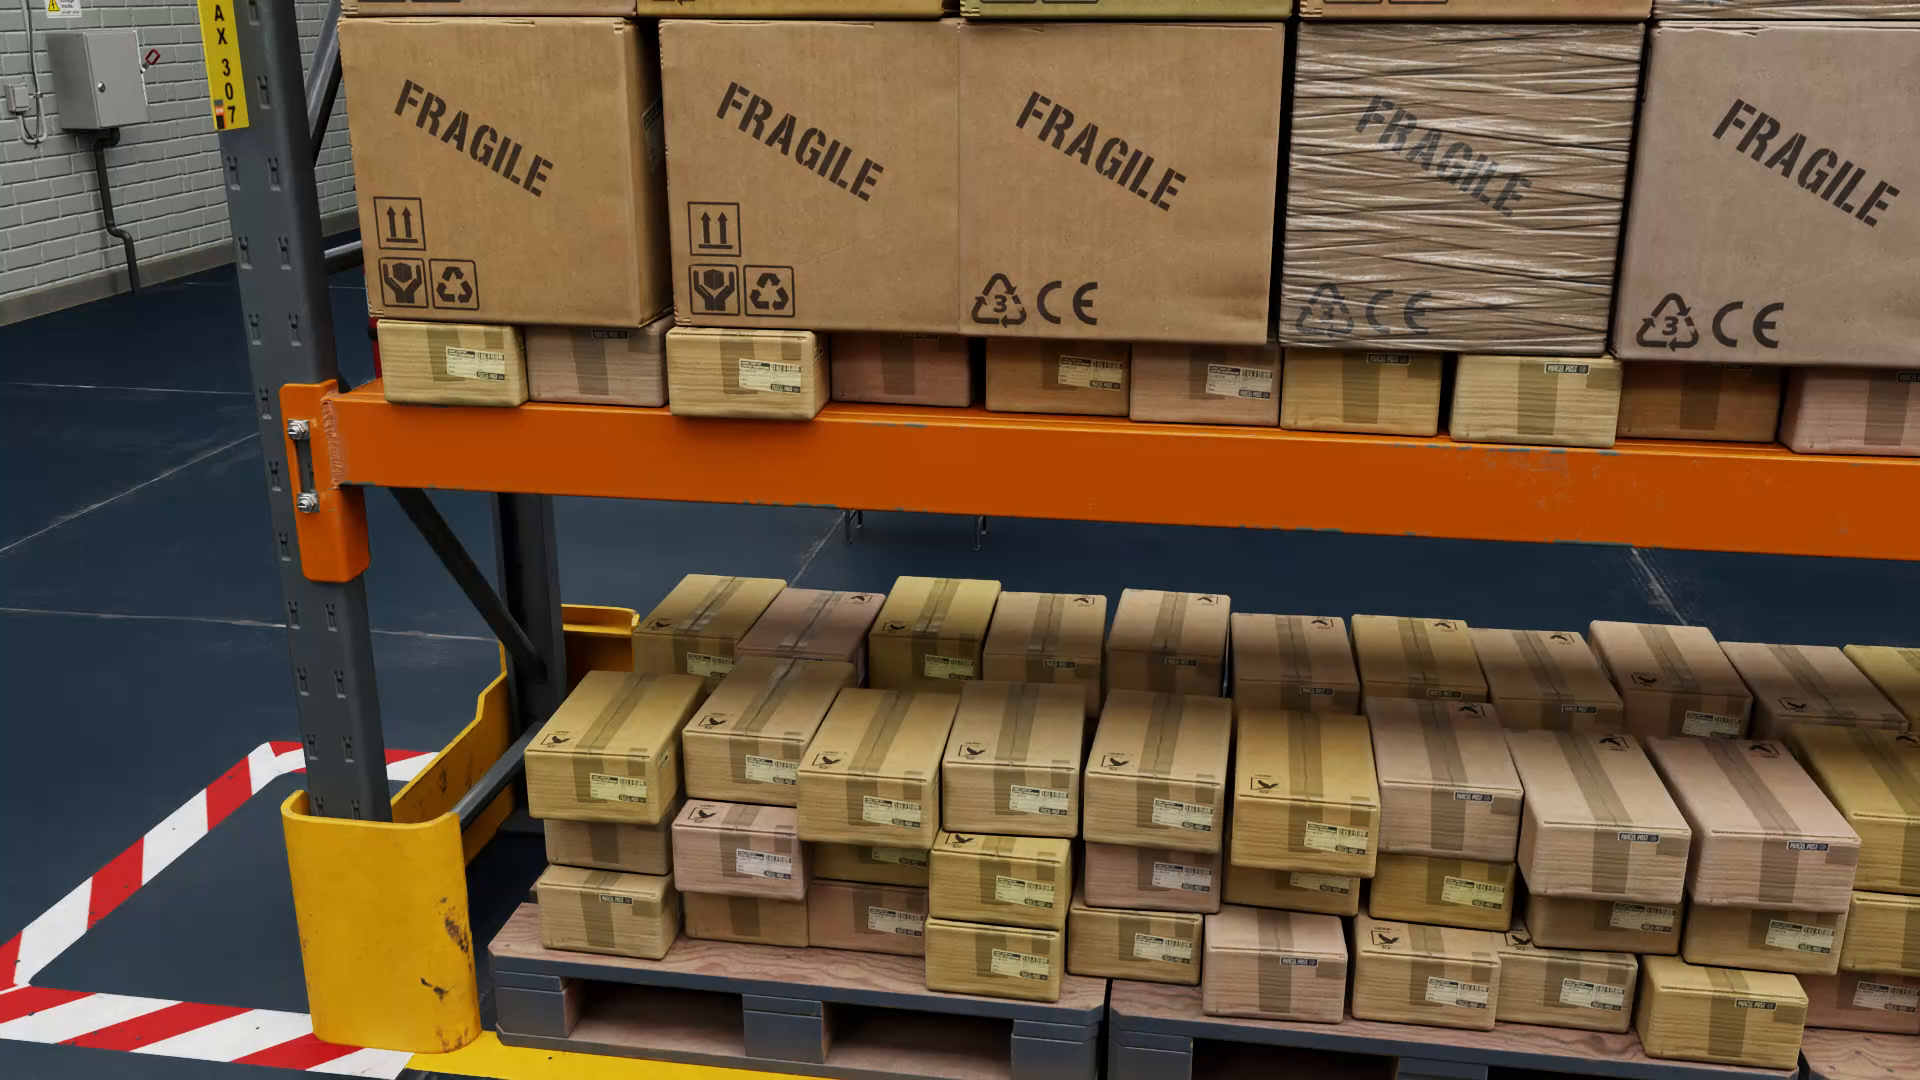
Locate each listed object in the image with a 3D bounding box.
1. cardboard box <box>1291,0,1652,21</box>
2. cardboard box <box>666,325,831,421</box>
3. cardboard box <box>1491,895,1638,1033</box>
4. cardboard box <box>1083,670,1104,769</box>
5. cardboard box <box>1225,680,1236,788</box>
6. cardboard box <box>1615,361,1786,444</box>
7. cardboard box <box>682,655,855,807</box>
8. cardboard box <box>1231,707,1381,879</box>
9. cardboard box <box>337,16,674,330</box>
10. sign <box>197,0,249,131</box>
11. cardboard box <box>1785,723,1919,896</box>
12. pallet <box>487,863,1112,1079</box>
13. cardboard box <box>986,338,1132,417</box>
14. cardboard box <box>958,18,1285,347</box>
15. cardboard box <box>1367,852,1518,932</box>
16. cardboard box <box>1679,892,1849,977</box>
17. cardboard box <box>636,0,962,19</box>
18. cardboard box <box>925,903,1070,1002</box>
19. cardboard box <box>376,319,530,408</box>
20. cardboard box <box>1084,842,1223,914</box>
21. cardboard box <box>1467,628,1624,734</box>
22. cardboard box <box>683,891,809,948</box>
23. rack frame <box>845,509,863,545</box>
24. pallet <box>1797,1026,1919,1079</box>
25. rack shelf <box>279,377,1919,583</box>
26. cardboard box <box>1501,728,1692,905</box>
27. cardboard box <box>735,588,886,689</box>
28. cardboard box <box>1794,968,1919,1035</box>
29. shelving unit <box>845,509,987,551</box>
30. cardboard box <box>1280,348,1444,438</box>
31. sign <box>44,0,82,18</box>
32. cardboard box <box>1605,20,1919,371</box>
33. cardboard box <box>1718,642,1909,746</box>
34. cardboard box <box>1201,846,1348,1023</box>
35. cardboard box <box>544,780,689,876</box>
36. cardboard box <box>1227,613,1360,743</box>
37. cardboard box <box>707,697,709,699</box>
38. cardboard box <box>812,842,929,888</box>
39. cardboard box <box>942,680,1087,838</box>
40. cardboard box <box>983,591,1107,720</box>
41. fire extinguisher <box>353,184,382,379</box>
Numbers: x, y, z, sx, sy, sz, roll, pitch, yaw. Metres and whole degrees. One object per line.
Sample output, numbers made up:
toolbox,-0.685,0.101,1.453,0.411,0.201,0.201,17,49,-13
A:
cardboard box,0.785,-1.078,2.595,0.500,0.500,0.500,2,19,7
cardboard box,-0.346,-0.334,2.969,0.250,0.149,0.380,2,19,7
cardboard box,1.110,0.753,3.157,0.250,0.149,0.380,3,19,10
cardboard box,0.200,0.418,3.688,0.250,0.149,0.380,3,19,8
cardboard box,0.714,0.413,3.703,0.250,0.149,0.380,4,19,11
cardboard box,1.209,-0.288,2.833,0.250,0.149,0.380,3,19,8
cardboard box,-0.374,0.378,3.341,0.250,0.149,0.380,3,19,10
cardboard box,0.637,0.461,3.090,0.250,0.149,0.380,3,19,9
cardboard box,-0.730,-0.681,2.986,0.500,0.500,0.500,4,19,11
sign,-1.215,-0.843,2.730,0.005,0.325,0.100,3,19,9
cardboard box,1.678,0.485,3.019,0.250,0.149,0.380,4,19,10
pallet,-0.258,0.776,3.651,1.213,0.211,1.003,3,19,9
cardboard box,0.195,-0.342,2.995,0.250,0.149,0.380,3,19,8
cardboard box,0.284,-0.634,2.844,0.500,0.500,0.500,3,19,9
cardboard box,0.917,0.580,3.203,0.250,0.149,0.380,4,19,11
cardboard box,1.435,0.627,3.064,0.250,0.149,0.380,3,19,10
cardboard box,-0.229,-1.136,2.768,0.500,0.500,0.500,3,19,10
cardboard box,0.090,0.722,3.248,0.250,0.149,0.380,3,19,9
cardboard box,-0.861,-0.364,3.059,0.250,0.149,0.380,3,19,8
cardboard box,0.378,0.563,3.255,0.250,0.149,0.380,2,19,6
cardboard box,1.211,0.326,3.496,0.250,0.149,0.380,2,19,6
cardboard box,-0.391,0.665,3.420,0.250,0.149,0.380,3,19,8
rack frame,-0.404,-0.590,6.174,0.015,1.200,0.240,3,19,9
pallet,2.151,0.899,3.284,1.213,0.211,1.003,3,19,9
rack shelf,0.845,-0.160,3.189,4.000,0.370,1.077,3,19,9
cardboard box,1.128,0.491,3.002,0.250,0.149,0.380,2,19,7
cardboard box,-0.327,0.246,3.733,0.250,0.149,0.380,3,19,10
cardboard box,1.624,0.755,3.149,0.250,0.149,0.380,2,19,7
shelving unit,-0.163,-0.577,6.138,0.503,1.200,0.258,3,19,9
cardboard box,0.687,-0.301,2.873,0.250,0.149,0.380,4,19,11
sign,-5.751,-3.470,10.645,0.001,0.242,0.339,3,19,9
cardboard box,1.294,-0.577,2.674,0.500,0.500,0.500,3,19,8
cardboard box,1.732,0.352,3.417,0.250,0.149,0.380,2,19,7
cardboard box,0.589,0.745,3.180,0.250,0.149,0.380,2,19,6
cardboard box,-0.653,0.516,3.395,0.250,0.149,0.380,4,19,11
cardboard box,0.711,0.297,3.583,0.250,0.149,0.380,2,19,7
cardboard box,-0.563,0.347,3.902,0.250,0.149,0.380,2,19,7
cardboard box,-0.135,0.532,3.347,0.250,0.149,0.380,3,19,9
cardboard box,0.112,0.417,3.223,0.250,0.149,0.380,2,19,6
cardboard box,0.194,0.253,3.714,0.250,0.149,0.380,2,19,6
fire extinguisher,-1.305,-0.546,3.917,0.183,0.674,0.296,3,19,9
